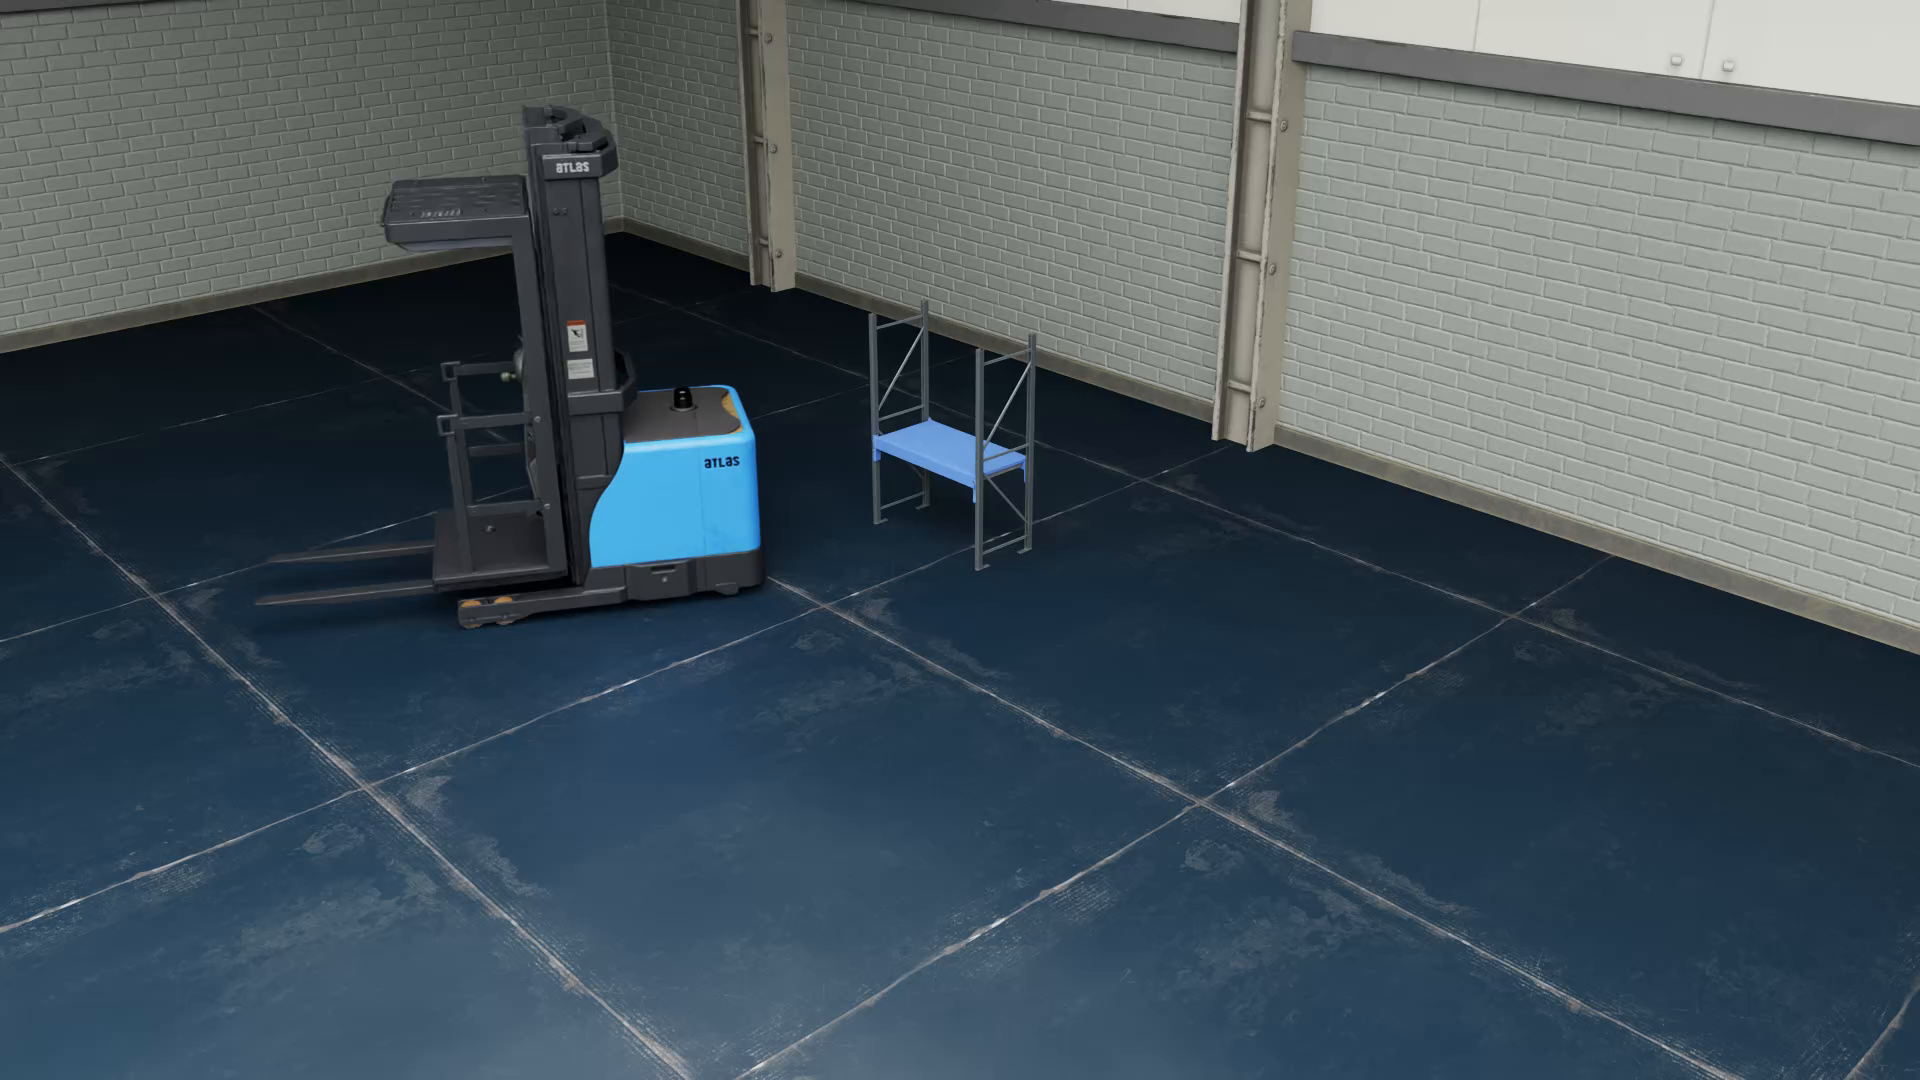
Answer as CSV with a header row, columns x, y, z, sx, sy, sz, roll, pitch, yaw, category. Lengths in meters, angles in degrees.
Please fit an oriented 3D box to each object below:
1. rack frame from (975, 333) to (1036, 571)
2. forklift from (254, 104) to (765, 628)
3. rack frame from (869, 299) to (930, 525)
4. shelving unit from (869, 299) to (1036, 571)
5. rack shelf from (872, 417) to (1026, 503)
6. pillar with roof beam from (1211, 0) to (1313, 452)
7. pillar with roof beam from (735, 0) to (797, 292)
x,y,z,sx,sy,sz,roll,pitch,yaw,category
0.289,-0.554,10.658,0.500,1.500,0.032,-21,32,-38,rack frame
-2.810,-1.041,10.000,3.031,2.935,1.130,-6,25,-13,forklift
-0.406,-0.862,11.333,0.500,1.500,0.032,-21,32,-38,rack frame
-0.058,-0.708,10.995,0.538,1.500,1.048,-21,32,-38,shelving unit
-0.058,-0.545,11.070,0.538,0.185,1.000,-21,32,-38,rack shelf
-0.936,-3.647,8.402,9.100,9.000,0.400,-21,32,-38,pillar with roof beam
-5.037,-5.465,12.387,9.100,9.000,0.400,-21,32,-38,pillar with roof beam
